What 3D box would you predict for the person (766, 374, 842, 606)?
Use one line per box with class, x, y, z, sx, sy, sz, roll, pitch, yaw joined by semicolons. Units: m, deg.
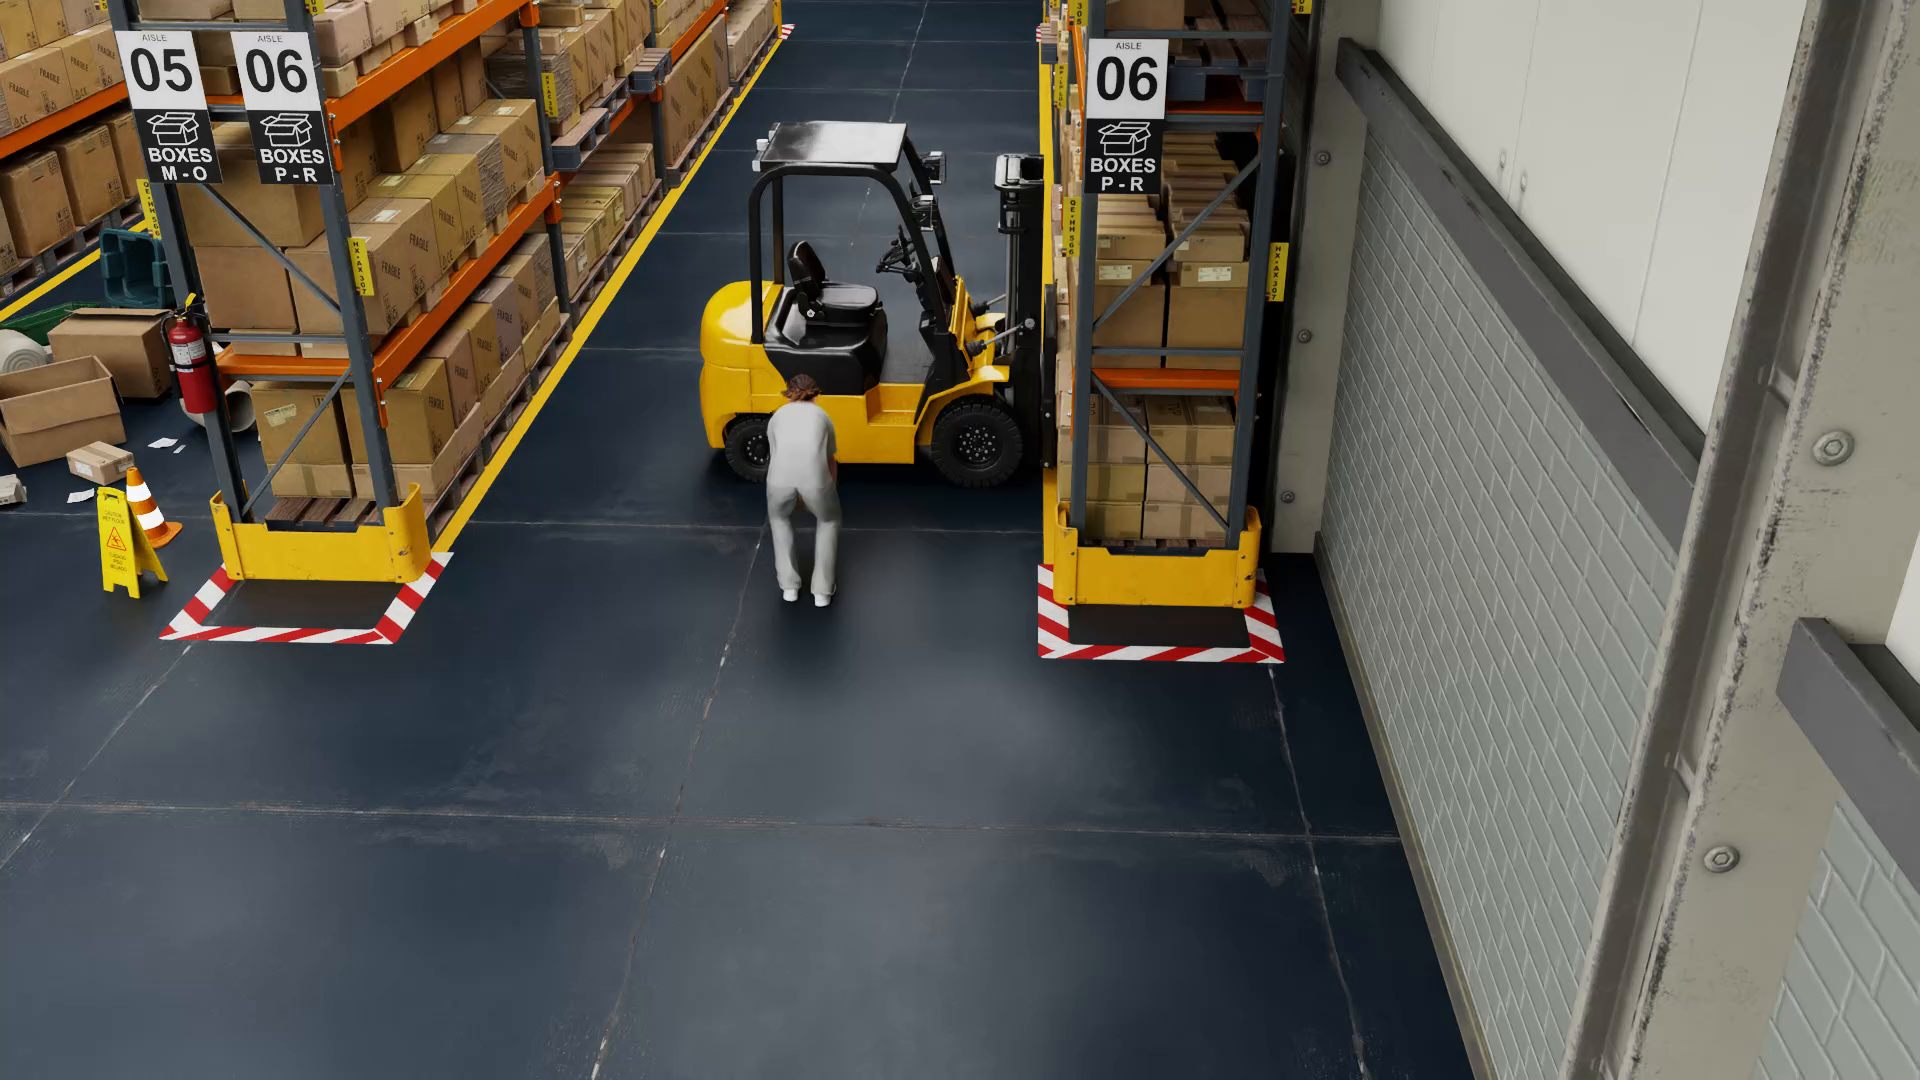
person;-0.901;-0.286;9.680;0.429;1.188;0.844;0;28;0
